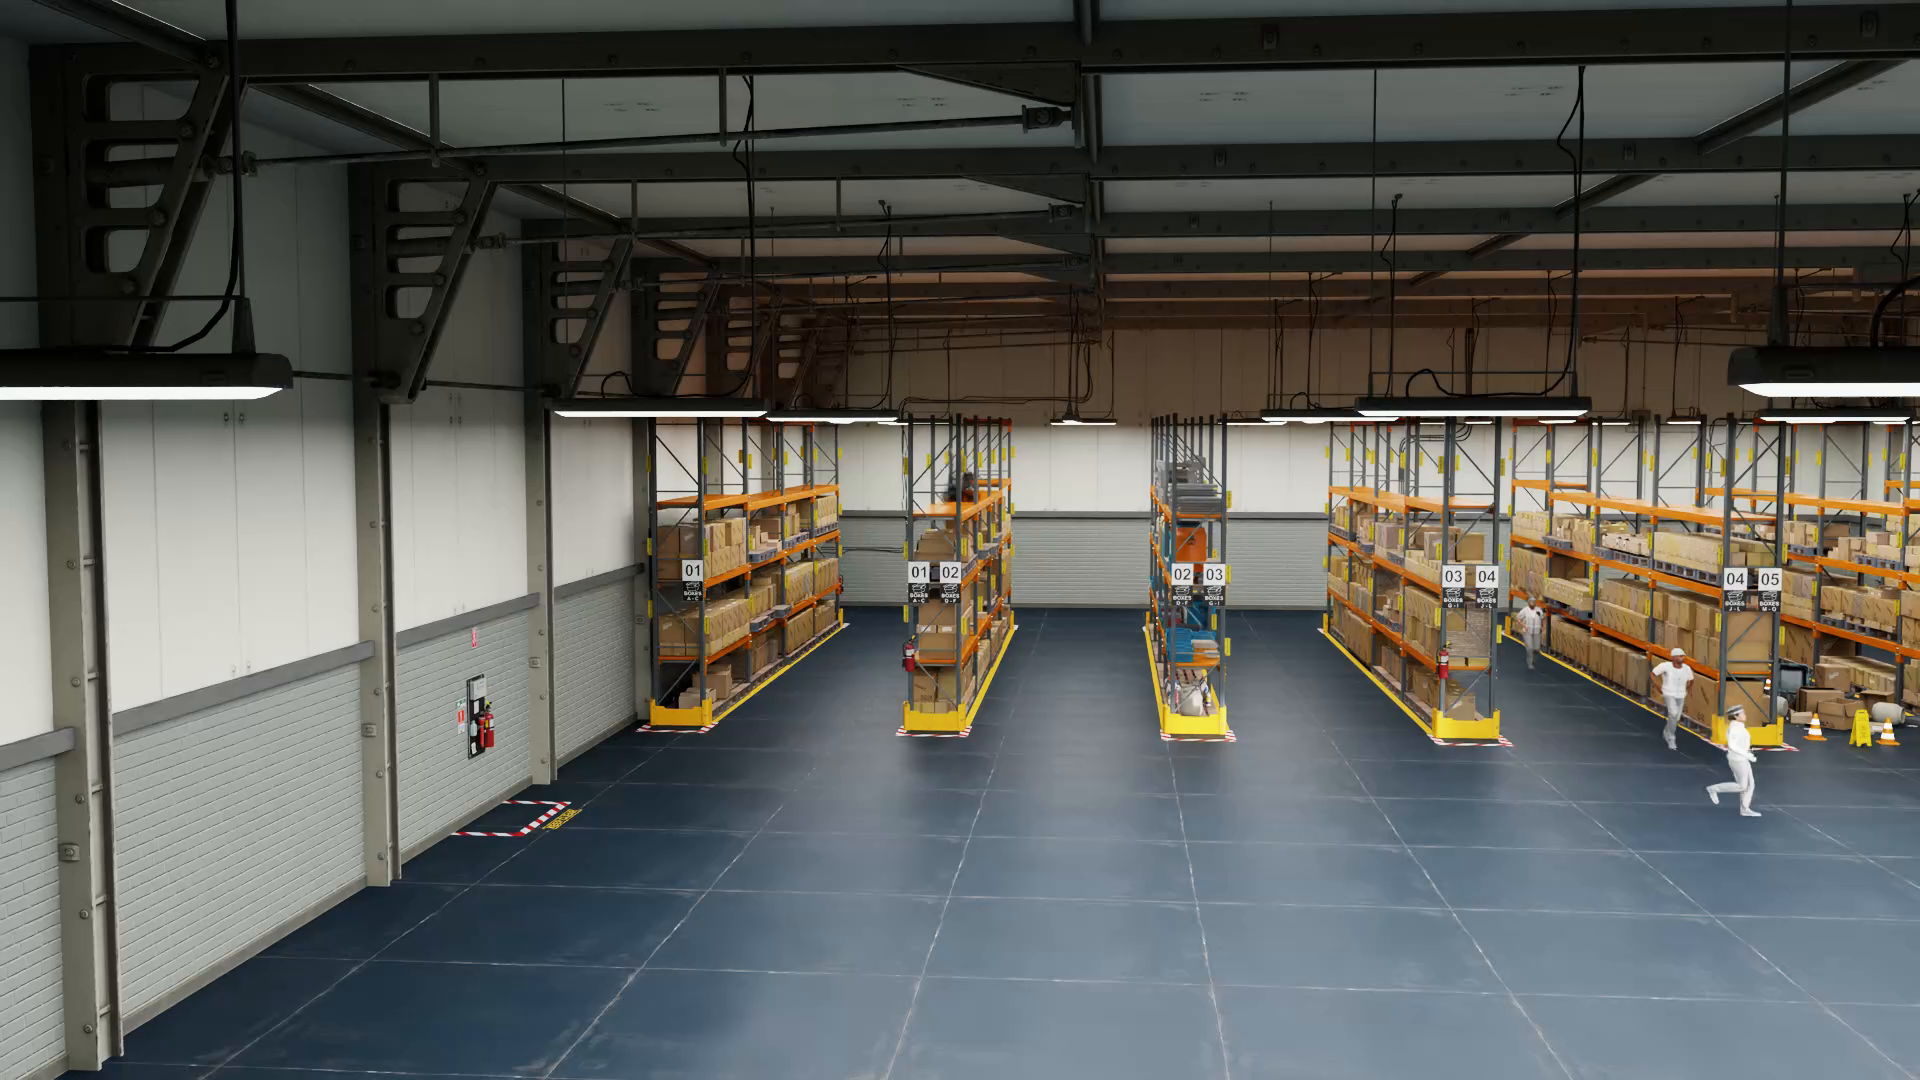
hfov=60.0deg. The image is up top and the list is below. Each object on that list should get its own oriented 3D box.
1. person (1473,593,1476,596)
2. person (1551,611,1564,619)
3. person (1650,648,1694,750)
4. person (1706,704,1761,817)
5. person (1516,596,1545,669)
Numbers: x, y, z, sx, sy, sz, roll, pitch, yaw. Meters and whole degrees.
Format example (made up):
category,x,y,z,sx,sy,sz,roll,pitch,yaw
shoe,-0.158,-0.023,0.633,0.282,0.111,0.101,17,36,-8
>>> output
category,x,y,z,sx,sy,sz,roll,pitch,yaw
person,13.976,1.781,46.298,0.783,1.654,0.734,-3,5,-41
person,16.786,1.720,46.955,0.746,1.692,0.559,-2,4,-31
person,12.857,2.842,29.913,0.704,1.805,0.770,0,4,-7
person,11.456,3.238,24.568,0.742,1.661,0.617,2,4,28
person,13.650,2.191,39.740,0.665,1.747,0.579,0,4,4
